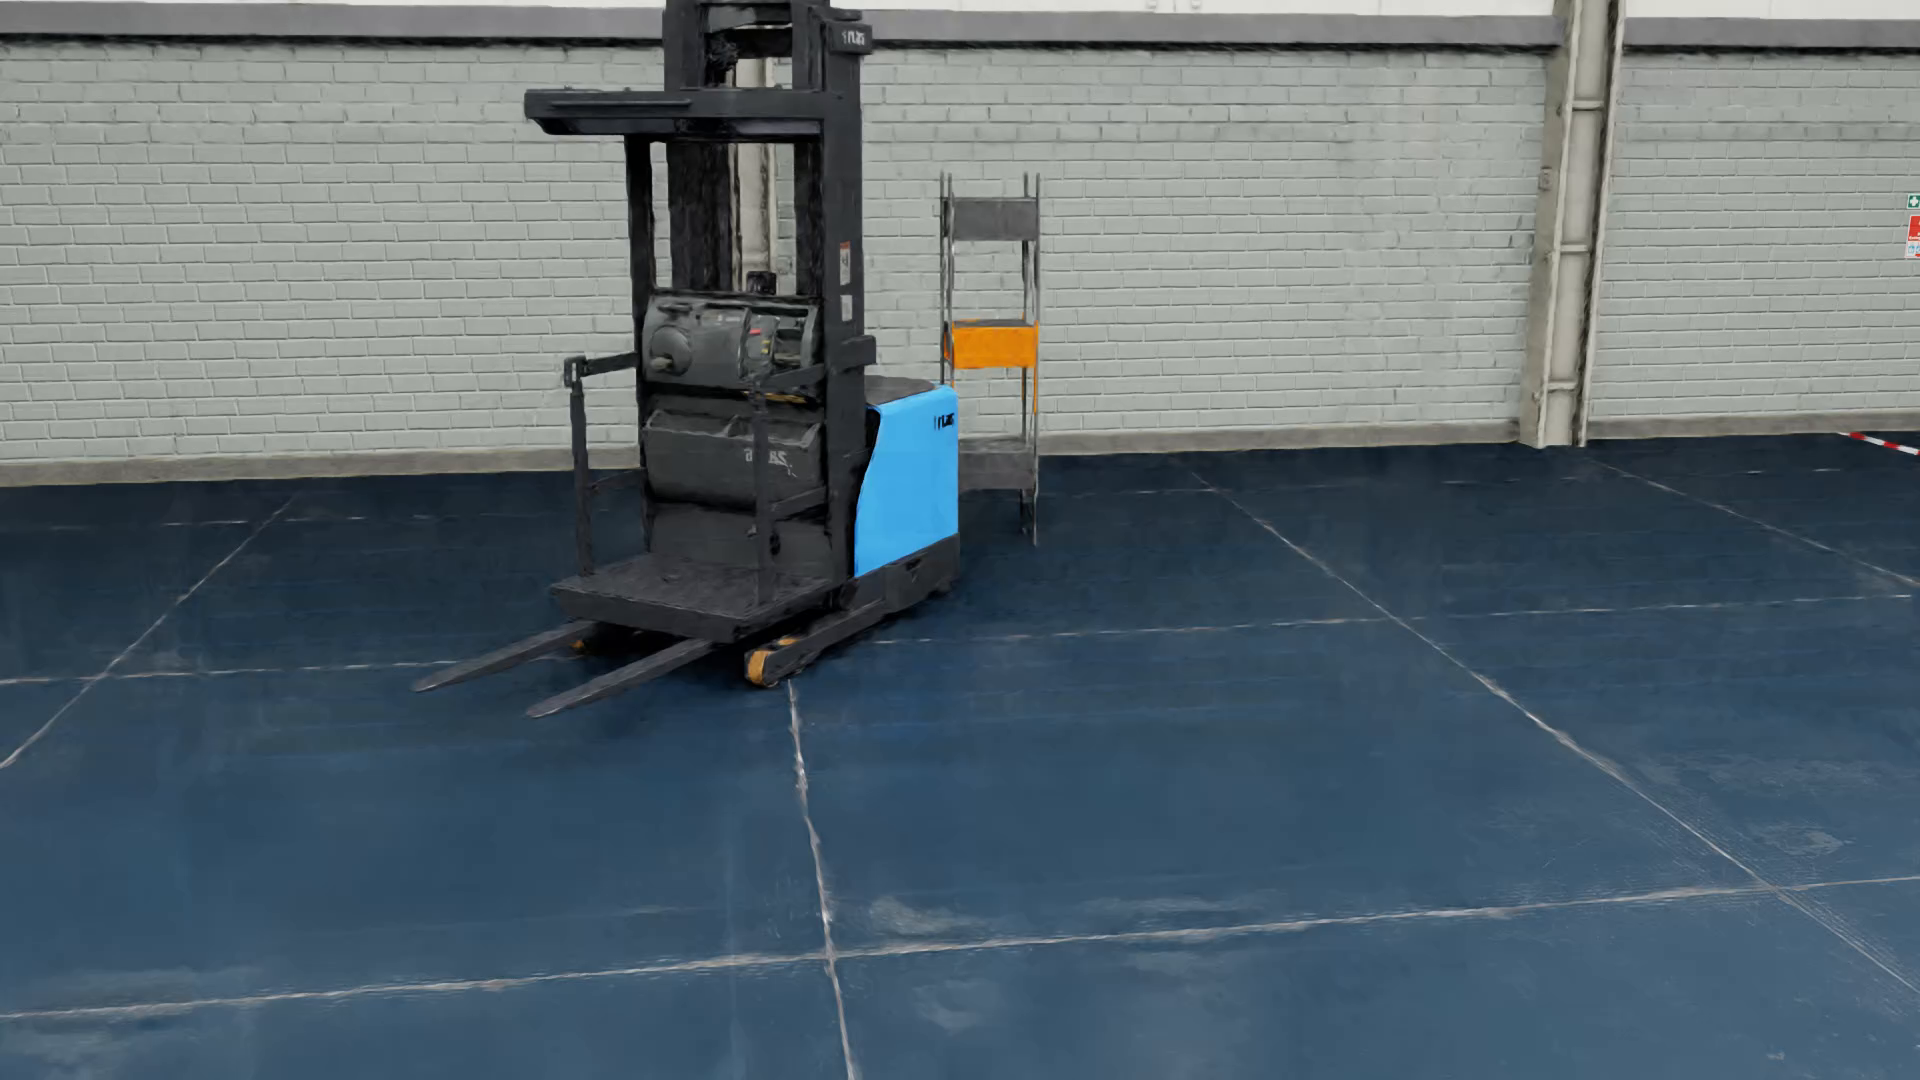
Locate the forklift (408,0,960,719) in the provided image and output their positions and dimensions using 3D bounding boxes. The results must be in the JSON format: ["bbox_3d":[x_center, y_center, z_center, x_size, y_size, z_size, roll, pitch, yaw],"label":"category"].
[{"bbox_3d":[-1.143,-0.909,7.322,1.130,2.935,3.031,8,16,28],"label":"forklift"}]

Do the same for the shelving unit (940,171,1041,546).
[{"bbox_3d":[0.164,-1.024,9.490,0.503,2.100,0.431,-2,14,-8],"label":"shelving unit"}]

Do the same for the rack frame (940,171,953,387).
[{"bbox_3d":[-0.078,-1.016,9.455,0.015,2.100,0.400,-2,14,-8],"label":"rack frame"}]

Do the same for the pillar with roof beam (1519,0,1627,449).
[{"bbox_3d":[5.127,-4.056,7.397,0.400,9.000,9.100,-2,14,-8],"label":"pillar with roof beam"}]

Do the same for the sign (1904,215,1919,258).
[{"bbox_3d":[7.408,-2.341,12.817,0.234,0.329,0.001,-2,14,-8],"label":"sign"}]

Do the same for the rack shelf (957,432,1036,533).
[{"bbox_3d":[0.164,-0.332,9.664,0.480,0.518,0.431,-2,14,-8],"label":"rack shelf"}]

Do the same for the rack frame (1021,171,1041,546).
[{"bbox_3d":[0.405,-1.033,9.526,0.015,2.100,0.400,-2,14,-8],"label":"rack frame"}]

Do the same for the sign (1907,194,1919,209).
[{"bbox_3d":[7.413,-2.596,12.745,0.331,0.109,0.001,-2,14,-8],"label":"sign"}]

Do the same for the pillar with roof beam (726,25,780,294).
[{"bbox_3d":[-0.806,-3.839,6.530,0.400,9.000,9.100,-2,14,-8],"label":"pillar with roof beam"}]

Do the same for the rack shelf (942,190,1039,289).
[{"bbox_3d":[0.164,-1.690,9.323,0.480,0.518,0.431,-2,14,-8],"label":"rack shelf"}]

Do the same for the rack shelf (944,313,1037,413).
[{"bbox_3d":[0.164,-1.011,9.494,0.480,0.518,0.431,-2,14,-8],"label":"rack shelf"}]
